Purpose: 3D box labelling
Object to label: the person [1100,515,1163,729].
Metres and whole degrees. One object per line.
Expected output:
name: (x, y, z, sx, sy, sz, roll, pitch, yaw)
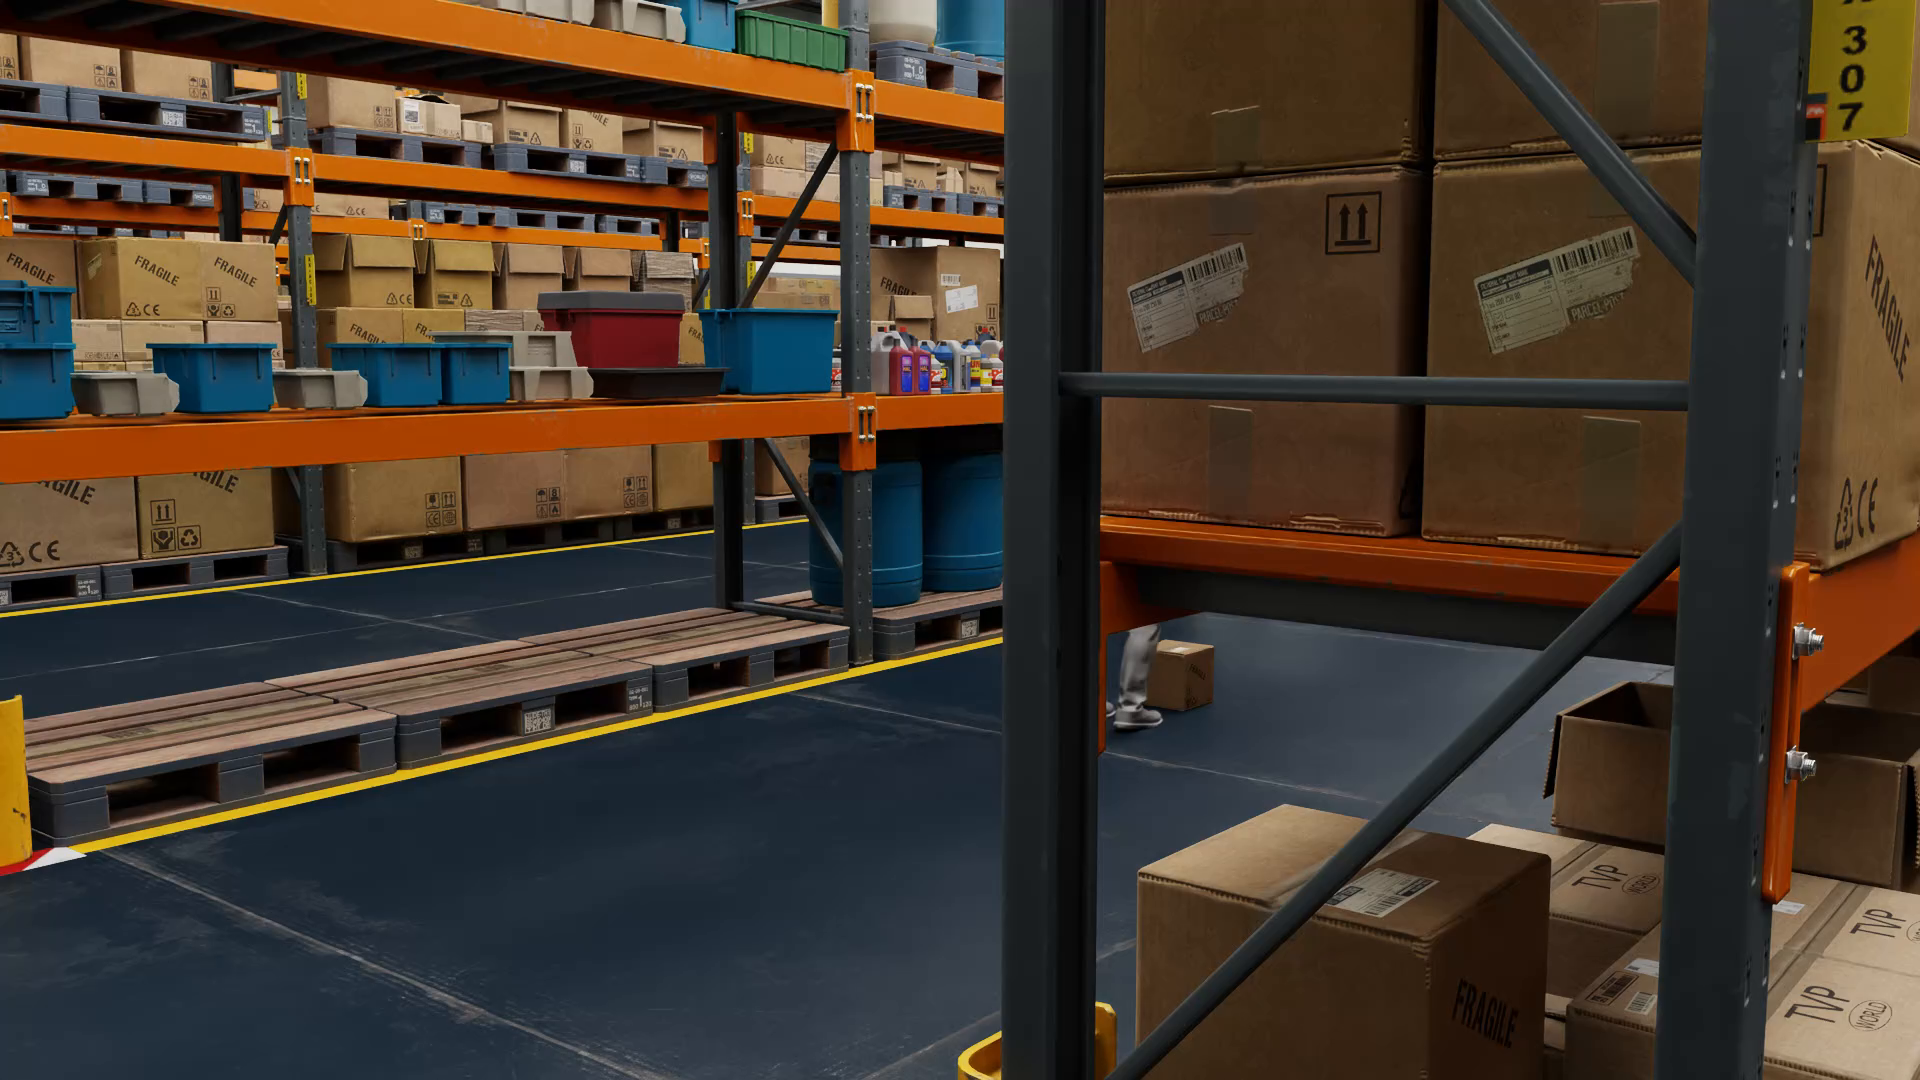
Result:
person: (0.624, -0.045, 6.835, 0.500, 1.627, 0.445, 6, 9, 40)
